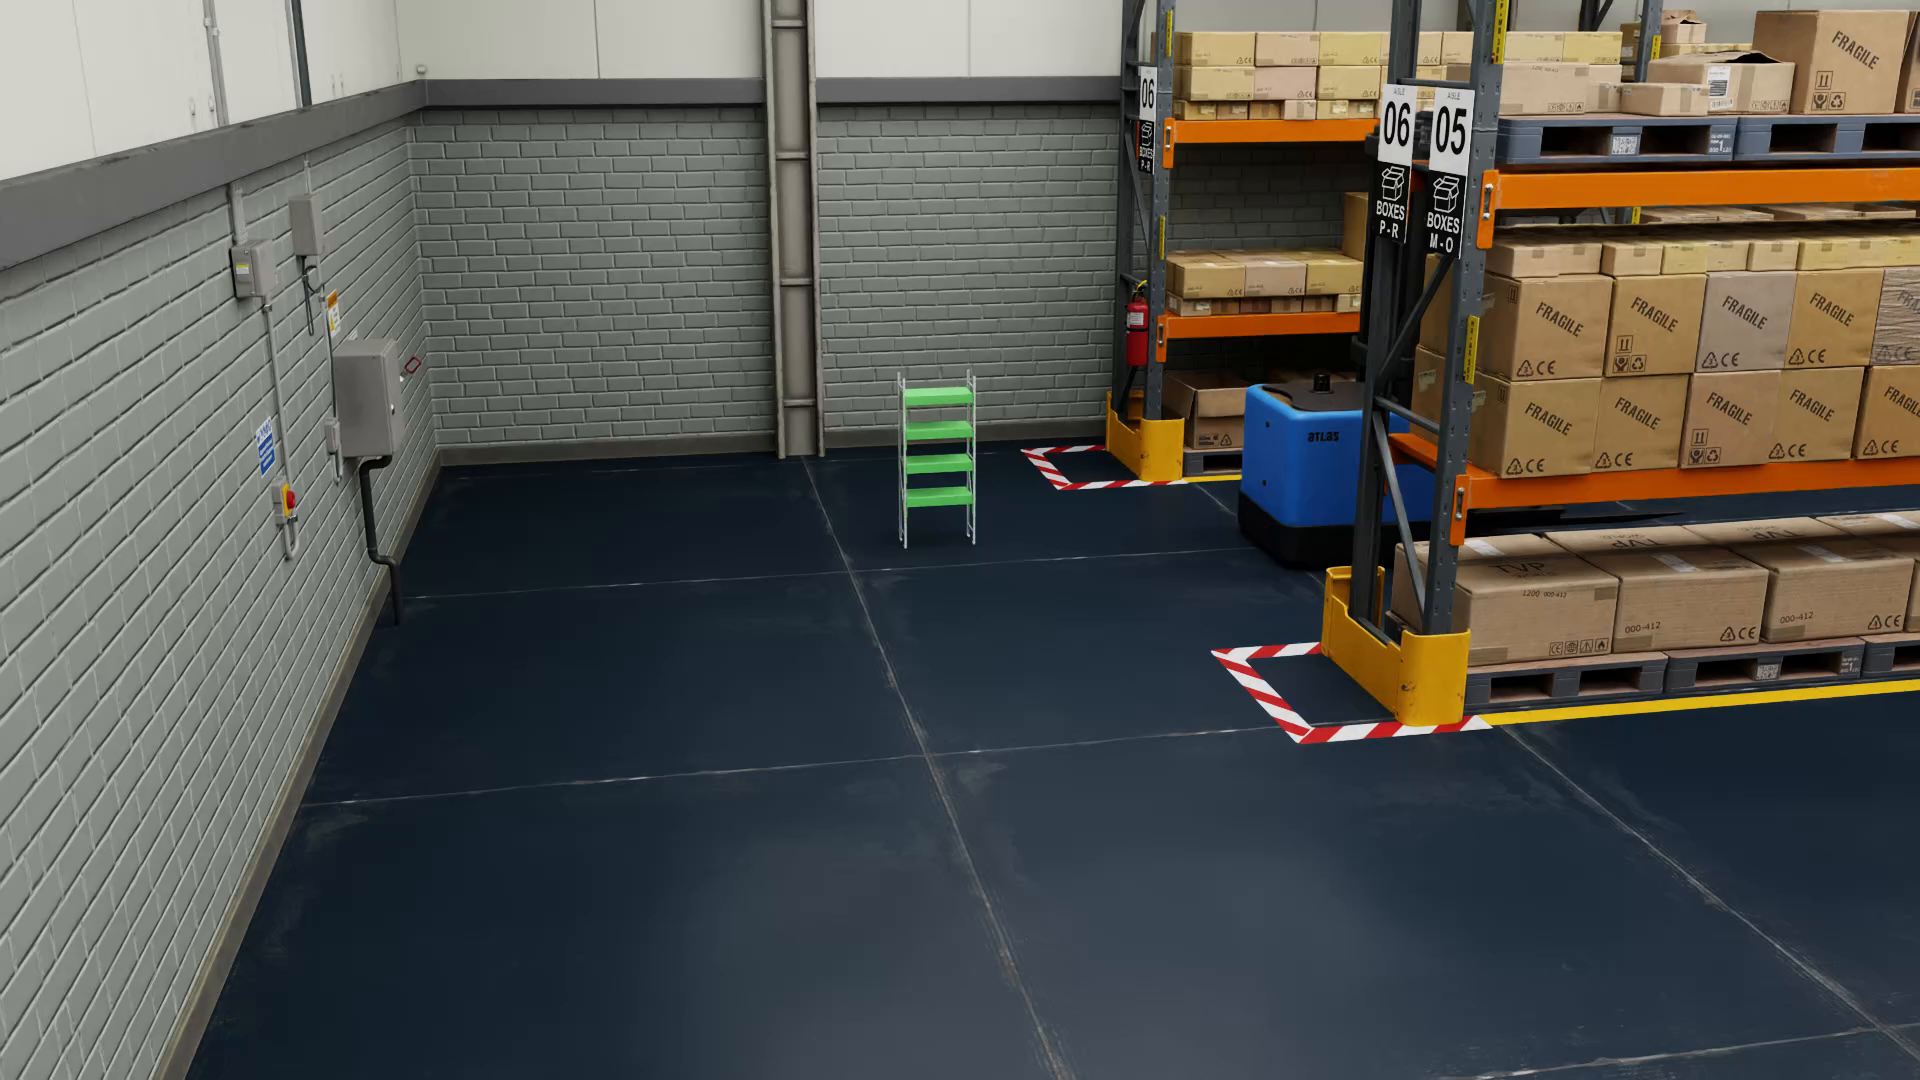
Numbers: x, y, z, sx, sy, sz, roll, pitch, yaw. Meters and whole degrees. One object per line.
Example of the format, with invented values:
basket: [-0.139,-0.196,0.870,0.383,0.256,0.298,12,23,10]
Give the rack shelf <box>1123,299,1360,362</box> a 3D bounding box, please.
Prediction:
rack shelf: [3.413,-1.836,13.905,4.000,0.370,1.077,-3,17,-10]

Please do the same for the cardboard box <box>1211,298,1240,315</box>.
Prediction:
cardboard box: [2.065,-1.915,13.365,0.250,0.149,0.380,-3,17,-9]

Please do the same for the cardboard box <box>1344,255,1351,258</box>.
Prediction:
cardboard box: [3.436,-2.178,13.544,0.500,0.250,0.500,-4,17,-12]

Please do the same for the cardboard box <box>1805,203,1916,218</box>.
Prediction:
cardboard box: [7.736,-2.620,14.341,0.637,0.503,0.797,-4,17,-12]

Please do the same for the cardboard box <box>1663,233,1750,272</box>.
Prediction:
cardboard box: [3.819,-1.480,8.542,0.250,0.149,0.380,-3,17,-10]

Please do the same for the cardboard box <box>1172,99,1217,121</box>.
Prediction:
cardboard box: [1.806,-3.333,12.873,0.250,0.149,0.380,-3,17,-9]

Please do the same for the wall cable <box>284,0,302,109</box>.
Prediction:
wall cable: [-3.277,-3.324,7.308,0.029,3.000,2.355,-3,17,-10]

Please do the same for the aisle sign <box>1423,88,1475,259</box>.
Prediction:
aisle sign: [2.379,-1.793,8.112,0.004,0.787,0.394,-3,17,-10]

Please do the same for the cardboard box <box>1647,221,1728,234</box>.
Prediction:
cardboard box: [3.951,-1.638,9.058,0.250,0.149,0.380,-3,17,-9]

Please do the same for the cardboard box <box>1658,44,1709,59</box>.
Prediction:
cardboard box: [5.753,-3.886,13.281,0.250,0.149,0.380,-3,17,-9]

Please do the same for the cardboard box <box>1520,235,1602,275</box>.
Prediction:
cardboard box: [3.040,-1.448,8.441,0.250,0.149,0.380,-3,17,-9]

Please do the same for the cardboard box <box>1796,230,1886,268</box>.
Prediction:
cardboard box: [4.574,-1.516,8.662,0.250,0.149,0.380,-3,17,-10]

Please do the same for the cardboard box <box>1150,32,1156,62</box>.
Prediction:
cardboard box: [1.833,-3.917,13.244,0.500,0.250,0.500,-4,17,-12]

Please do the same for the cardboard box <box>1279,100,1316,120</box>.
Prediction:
cardboard box: [2.578,-3.349,12.924,0.250,0.149,0.380,-3,17,-9]

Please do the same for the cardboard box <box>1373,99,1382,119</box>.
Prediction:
cardboard box: [3.330,-3.390,13.060,0.250,0.149,0.380,-3,17,-10]

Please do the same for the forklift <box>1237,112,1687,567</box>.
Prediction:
forklift: [3.564,-1.407,11.402,3.031,2.935,1.130,-3,17,-9]

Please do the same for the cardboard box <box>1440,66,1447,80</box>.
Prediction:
cardboard box: [3.937,-3.639,13.191,0.500,0.250,0.500,-3,17,-9]

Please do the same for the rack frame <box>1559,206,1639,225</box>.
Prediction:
rack frame: [5.377,-2.291,14.162,0.127,3.000,1.000,-3,17,-10]

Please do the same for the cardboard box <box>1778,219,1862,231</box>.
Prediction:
cardboard box: [4.718,-1.668,9.155,0.250,0.149,0.380,-3,17,-11]

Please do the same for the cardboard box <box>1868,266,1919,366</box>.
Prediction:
cardboard box: [4.913,-1.223,8.812,0.500,0.500,0.500,-3,17,-10]

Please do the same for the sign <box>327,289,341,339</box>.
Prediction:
sign: [-3.585,-1.298,9.522,0.001,0.242,0.339,-3,17,-10]

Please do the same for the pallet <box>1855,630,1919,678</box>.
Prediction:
pallet: [5.561,0.492,9.849,1.213,0.211,1.003,-3,17,-10]

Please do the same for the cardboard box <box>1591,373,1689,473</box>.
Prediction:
cardboard box: [3.412,-0.666,8.699,0.500,0.500,0.500,-3,17,-11]

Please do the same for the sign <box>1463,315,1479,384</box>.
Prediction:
sign: [2.494,-0.929,8.118,0.005,0.325,0.100,-3,17,-10]

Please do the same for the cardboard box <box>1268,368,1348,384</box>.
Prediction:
cardboard box: [2.915,-1.117,13.883,0.500,0.500,0.700,-3,17,-8]

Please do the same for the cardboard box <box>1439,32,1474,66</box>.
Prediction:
cardboard box: [3.931,-3.880,13.125,0.500,0.250,0.500,-3,17,-9]

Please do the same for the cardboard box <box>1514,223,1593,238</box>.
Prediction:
cardboard box: [3.191,-1.611,8.969,0.250,0.149,0.380,-3,17,-11]

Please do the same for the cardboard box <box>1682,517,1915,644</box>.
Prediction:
cardboard box: [4.806,0.218,9.643,0.875,0.438,0.875,-4,17,-12]

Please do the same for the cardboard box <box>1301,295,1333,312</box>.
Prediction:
cardboard box: [2.836,-1.952,13.487,0.250,0.149,0.380,-3,17,-10]

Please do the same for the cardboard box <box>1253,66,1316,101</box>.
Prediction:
cardboard box: [2.432,-3.553,12.910,0.500,0.250,0.500,-3,17,-9]

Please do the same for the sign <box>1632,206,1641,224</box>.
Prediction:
sign: [5.487,-2.549,13.527,0.005,0.325,0.100,-3,17,-10]

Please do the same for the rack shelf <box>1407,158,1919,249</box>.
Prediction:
rack shelf: [4.358,-1.839,8.807,4.000,0.370,1.077,-3,17,-10]

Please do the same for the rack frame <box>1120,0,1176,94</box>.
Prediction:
rack frame: [1.449,-4.936,12.556,0.127,3.000,1.000,-3,17,-10]

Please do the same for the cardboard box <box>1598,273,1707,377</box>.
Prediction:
cardboard box: [3.426,-1.139,8.537,0.500,0.500,0.500,-4,17,-12]

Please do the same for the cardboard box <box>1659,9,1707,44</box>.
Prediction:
cardboard box: [5.739,-4.110,13.305,0.258,0.266,0.396,-3,17,-11]

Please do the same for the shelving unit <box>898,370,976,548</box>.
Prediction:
shelving unit: [-0.163,-0.564,11.606,0.503,1.200,0.258,-3,17,-10]

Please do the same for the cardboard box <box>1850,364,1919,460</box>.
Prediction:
cardboard box: [4.920,-0.746,8.962,0.500,0.500,0.500,-4,17,-11]

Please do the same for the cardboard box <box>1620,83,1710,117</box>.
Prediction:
cardboard box: [3.507,-2.194,8.280,0.250,0.149,0.380,-3,17,-8]

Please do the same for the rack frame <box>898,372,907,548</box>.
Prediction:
rack frame: [-0.402,-0.551,11.561,0.015,1.200,0.240,-3,17,-10]

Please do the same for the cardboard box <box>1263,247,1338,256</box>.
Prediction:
cardboard box: [2.844,-2.295,13.925,0.500,0.250,0.500,-3,17,-9]

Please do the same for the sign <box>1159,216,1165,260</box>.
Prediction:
sign: [1.552,-2.326,12.800,0.005,0.325,0.100,-3,17,-10]

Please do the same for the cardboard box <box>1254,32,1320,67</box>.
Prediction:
cardboard box: [2.436,-3.787,12.821,0.500,0.250,0.500,-3,17,-11]

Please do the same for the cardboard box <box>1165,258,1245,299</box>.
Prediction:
cardboard box: [1.946,-2.086,13.245,0.500,0.250,0.500,-3,17,-10]

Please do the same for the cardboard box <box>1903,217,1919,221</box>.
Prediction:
cardboard box: [5.471,-1.708,9.286,0.250,0.149,0.380,-3,17,-11]

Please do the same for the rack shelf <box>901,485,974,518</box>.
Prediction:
rack shelf: [-0.163,-0.274,11.695,0.480,0.148,0.258,-3,17,-10]

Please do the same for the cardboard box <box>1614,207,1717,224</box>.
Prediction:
cardboard box: [5.894,-2.502,13.964,0.500,0.500,0.700,-3,17,-9]

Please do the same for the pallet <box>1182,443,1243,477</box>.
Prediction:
pallet: [2.307,-0.784,14.006,1.213,0.211,1.003,-3,17,-10]

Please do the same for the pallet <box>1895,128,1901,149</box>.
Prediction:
pallet: [5.517,-2.209,8.938,1.213,0.211,1.003,-3,17,-10]

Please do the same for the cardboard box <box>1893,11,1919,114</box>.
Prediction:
cardboard box: [5.004,-2.508,8.697,0.637,0.503,0.797,-2,17,-6]
